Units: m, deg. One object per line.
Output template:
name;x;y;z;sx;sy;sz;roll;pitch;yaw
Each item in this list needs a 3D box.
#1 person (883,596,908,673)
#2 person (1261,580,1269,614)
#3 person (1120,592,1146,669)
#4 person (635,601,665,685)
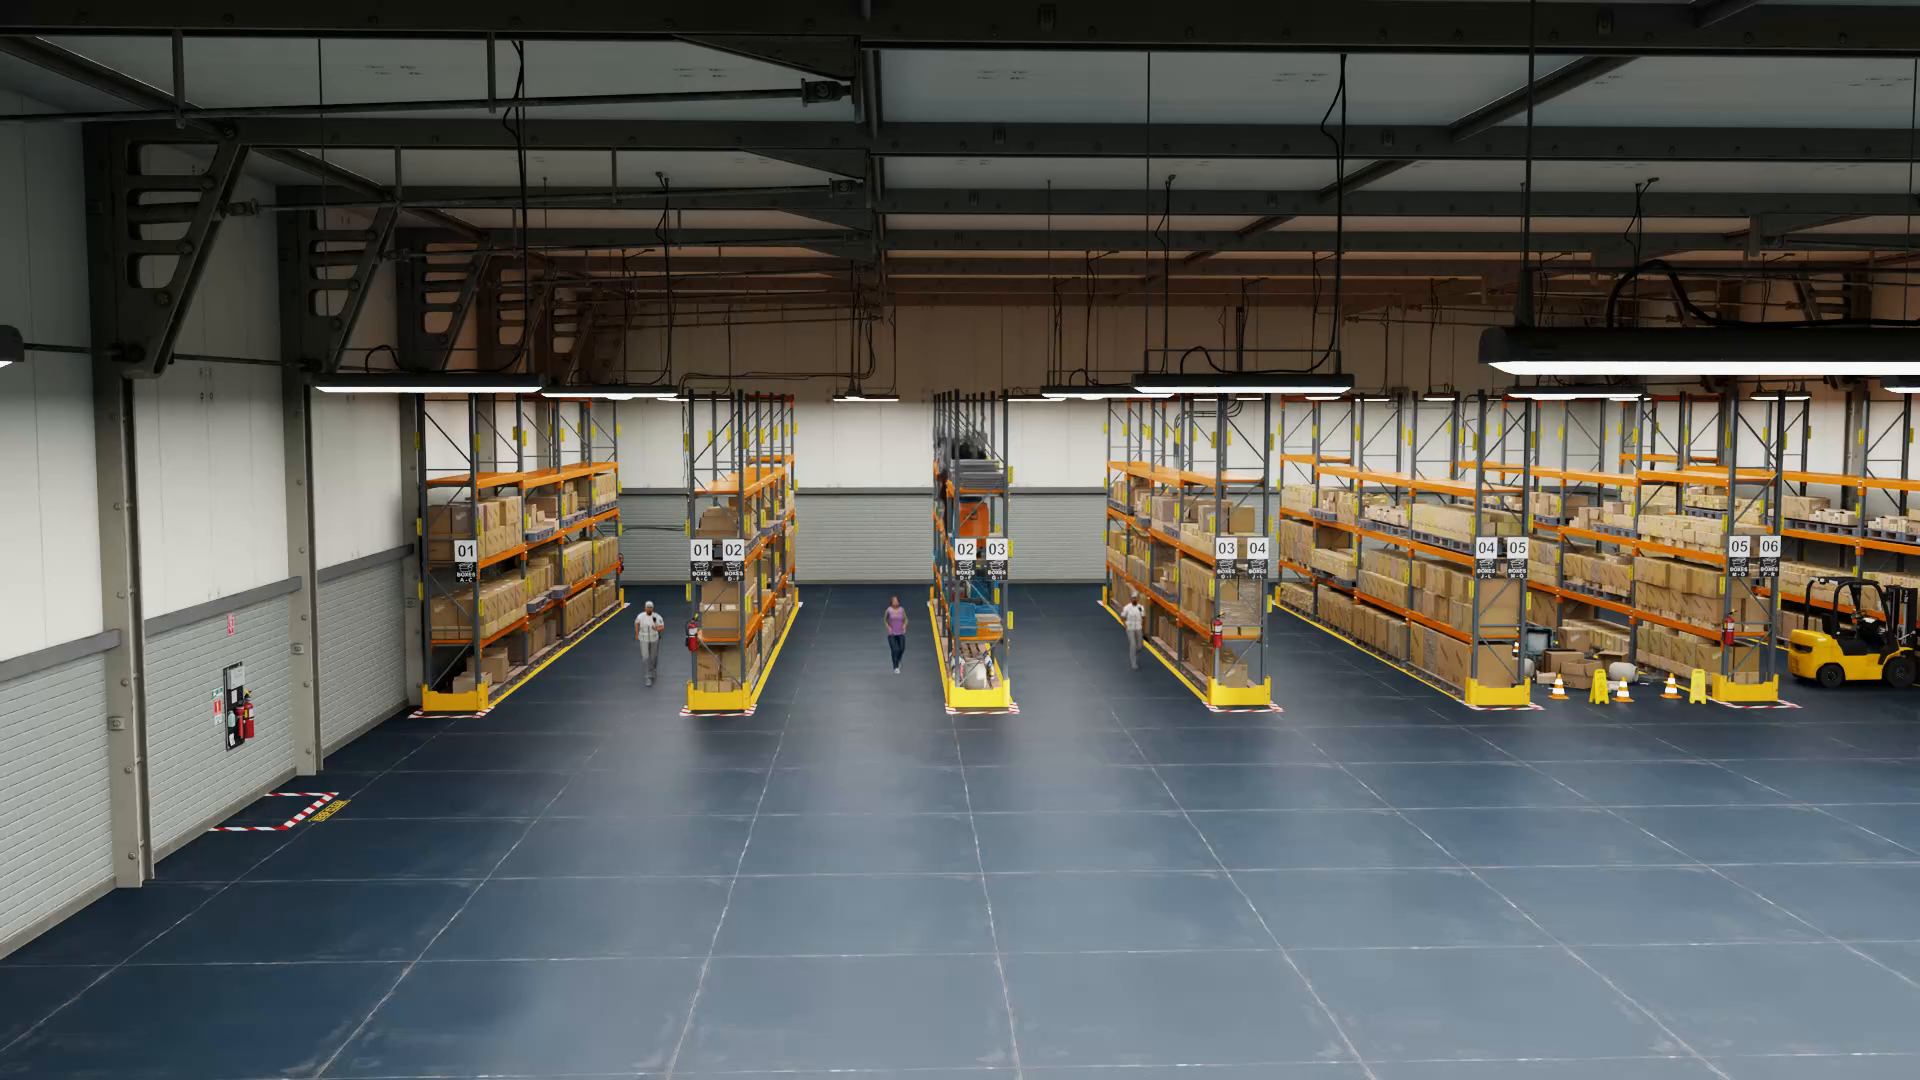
person;-1.292;1.958;33.585;0.512;1.476;0.491;-1;5;-10
person;7.974;1.177;44.561;0.658;1.775;0.984;0;5;-3
person;3.781;1.940;36.232;0.580;1.655;0.681;-1;5;-7
person;-6.374;2.087;34.181;0.599;1.661;0.937;-1;5;-13
